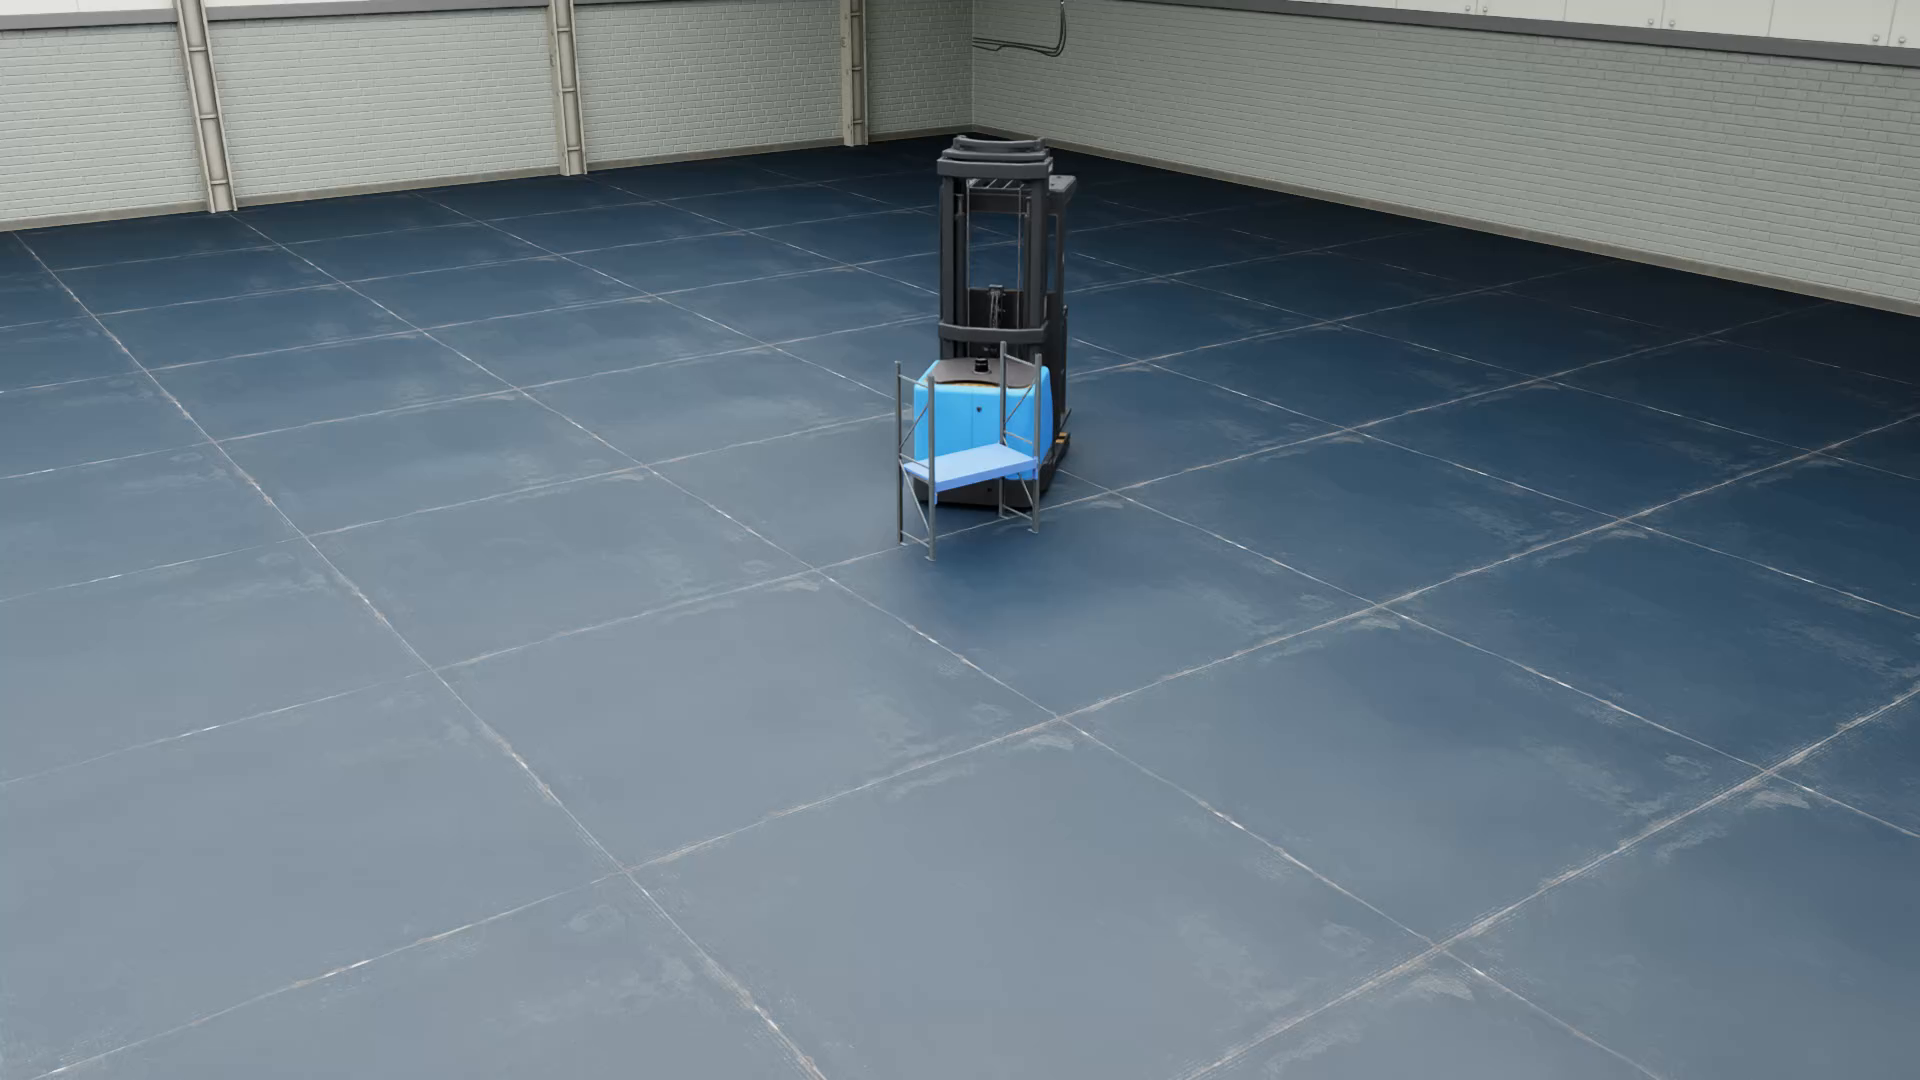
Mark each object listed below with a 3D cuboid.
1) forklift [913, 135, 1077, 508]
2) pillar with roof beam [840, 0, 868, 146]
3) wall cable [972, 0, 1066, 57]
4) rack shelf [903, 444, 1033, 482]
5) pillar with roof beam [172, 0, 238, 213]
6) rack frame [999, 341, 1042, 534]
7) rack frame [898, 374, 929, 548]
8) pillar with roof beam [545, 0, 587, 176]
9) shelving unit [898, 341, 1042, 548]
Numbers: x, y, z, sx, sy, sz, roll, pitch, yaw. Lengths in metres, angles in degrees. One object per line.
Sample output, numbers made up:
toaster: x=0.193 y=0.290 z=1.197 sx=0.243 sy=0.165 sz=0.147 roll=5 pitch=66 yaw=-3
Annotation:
forklift: x=0.413 y=-2.145 z=14.818 sx=1.130 sy=2.935 sz=3.031 roll=5 pitch=22 yaw=11
pillar with roof beam: x=0.438 y=-10.765 z=28.232 sx=0.400 sy=9.000 sz=9.100 roll=-15 pitch=26 yaw=-33
wall cable: x=1.088 y=-10.858 z=32.654 sx=0.112 sy=2.526 sz=3.097 roll=-15 pitch=26 yaw=-33
rack shelf: x=0.067 y=-0.606 z=13.197 sx=0.952 sy=0.026 sz=0.459 roll=-15 pitch=26 yaw=-33
pillar with roof beam: x=-9.303 y=-8.168 z=21.723 sx=0.400 sy=9.000 sz=9.100 roll=-15 pitch=26 yaw=-33
rack frame: x=0.481 y=-0.820 z=13.429 sx=0.032 sy=1.500 sz=0.500 roll=-15 pitch=26 yaw=-33
rack frame: x=-0.348 y=-0.603 z=12.883 sx=0.013 sy=1.308 sz=0.475 roll=-15 pitch=26 yaw=-33
pillar with roof beam: x=-4.432 y=-9.466 z=24.977 sx=0.400 sy=9.000 sz=9.100 roll=-15 pitch=26 yaw=-33
shelving unit: x=0.071 y=-0.712 z=13.158 sx=1.039 sy=1.500 sz=0.500 roll=-15 pitch=26 yaw=-33
